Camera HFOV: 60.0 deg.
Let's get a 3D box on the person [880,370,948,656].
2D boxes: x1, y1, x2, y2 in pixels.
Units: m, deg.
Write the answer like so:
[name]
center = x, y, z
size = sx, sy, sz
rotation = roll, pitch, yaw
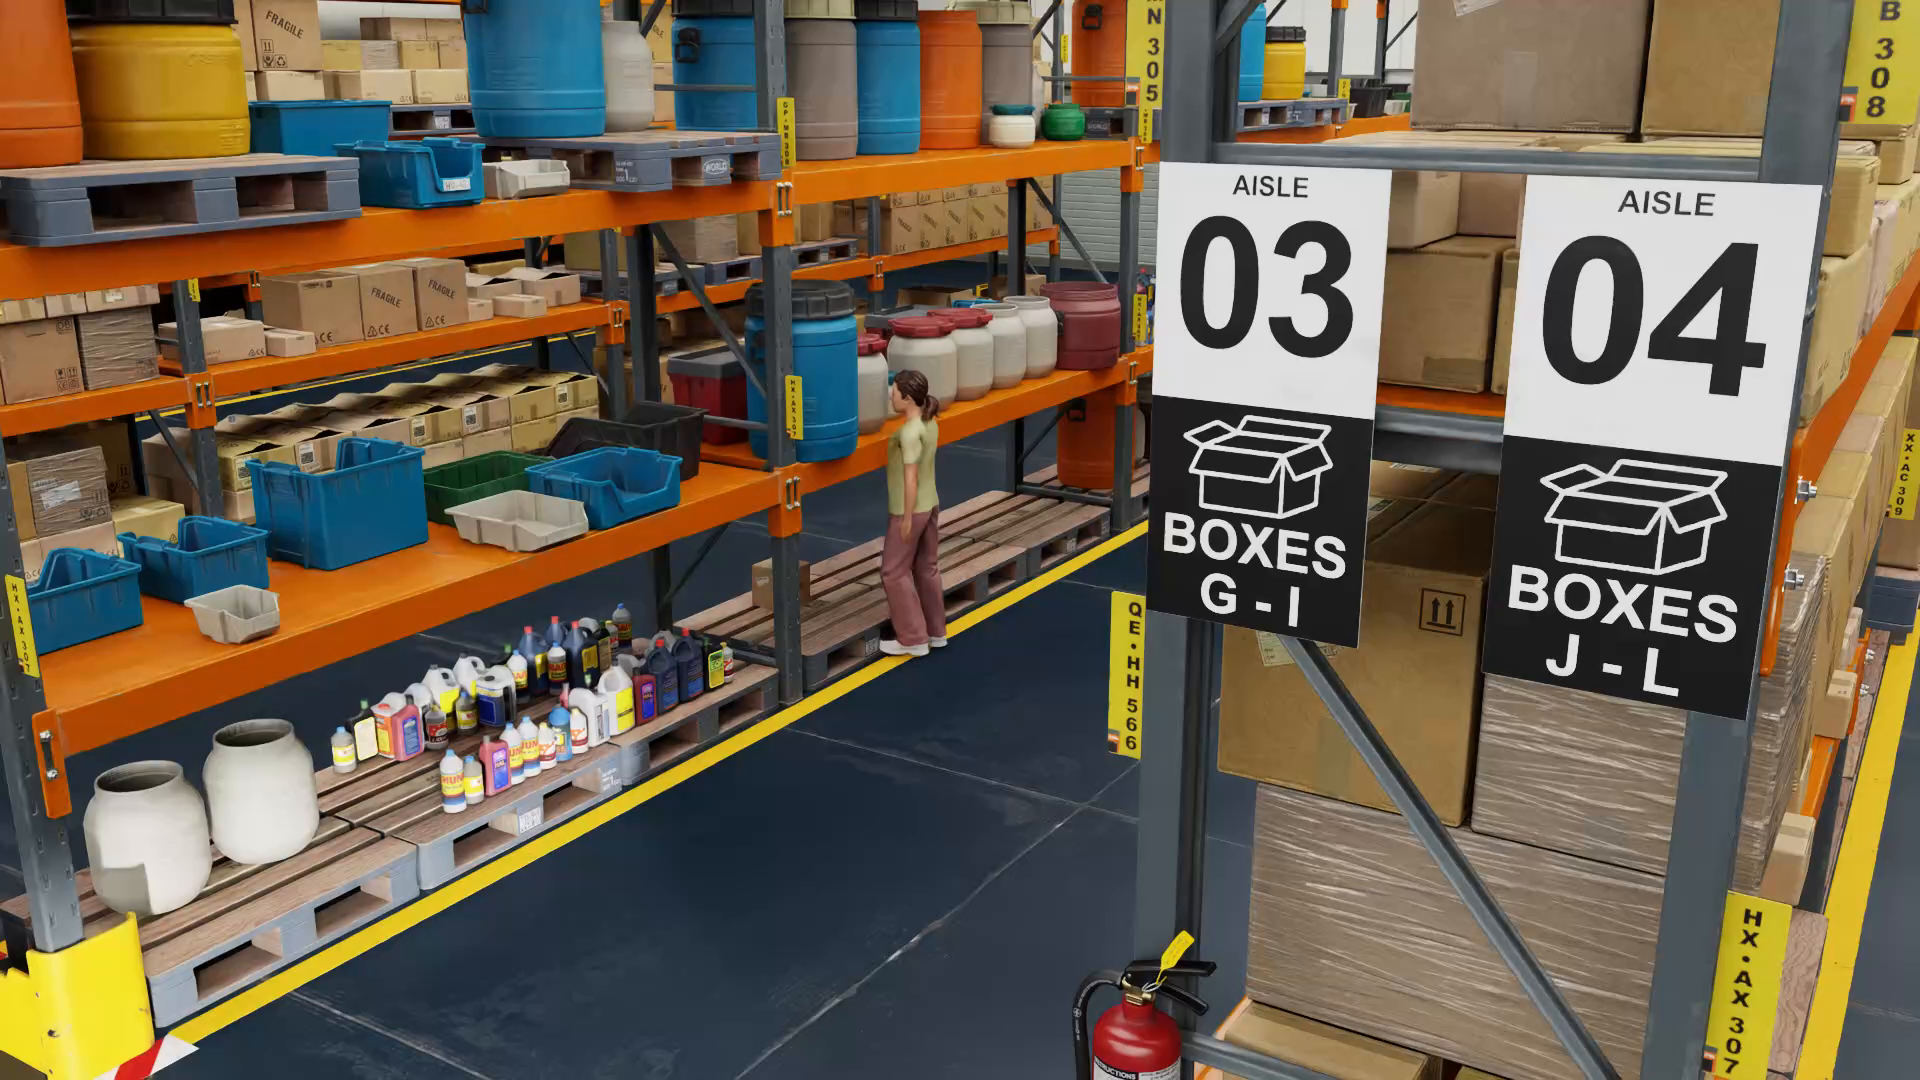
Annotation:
[person]
center = -0.279, -0.150, 9.563
size = 0.356, 1.679, 0.440
rotation = 5, 17, 16
